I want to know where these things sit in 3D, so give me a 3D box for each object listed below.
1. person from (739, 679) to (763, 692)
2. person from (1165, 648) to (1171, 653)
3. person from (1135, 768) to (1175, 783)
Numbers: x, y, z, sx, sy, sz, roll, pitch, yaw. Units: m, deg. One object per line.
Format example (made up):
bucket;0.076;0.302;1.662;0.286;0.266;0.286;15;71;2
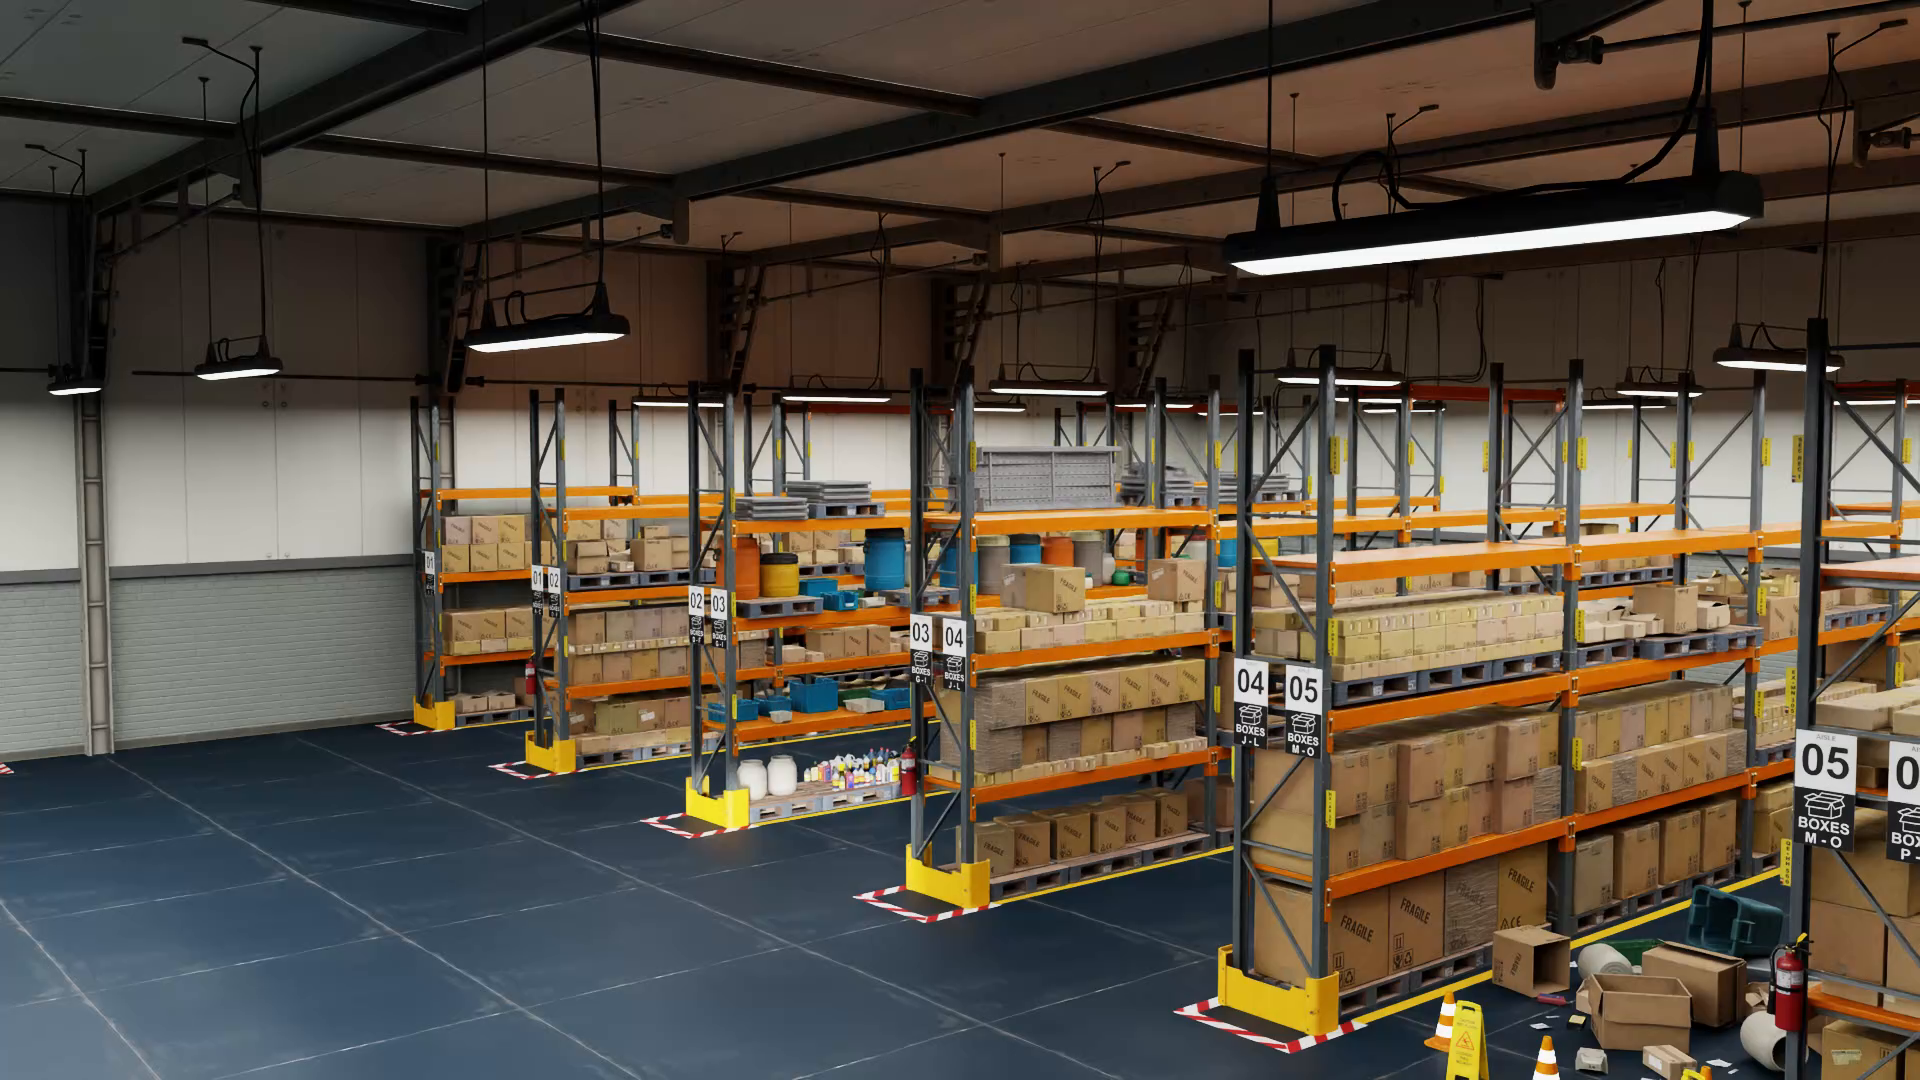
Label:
person;-4.093;2.469;32.220;0.439;1.543;0.969;2;4;26
person;3.772;2.505;31.092;0.515;1.667;0.499;-3;4;-38
person;2.983;2.825;25.289;0.650;1.752;0.589;-3;4;-38
